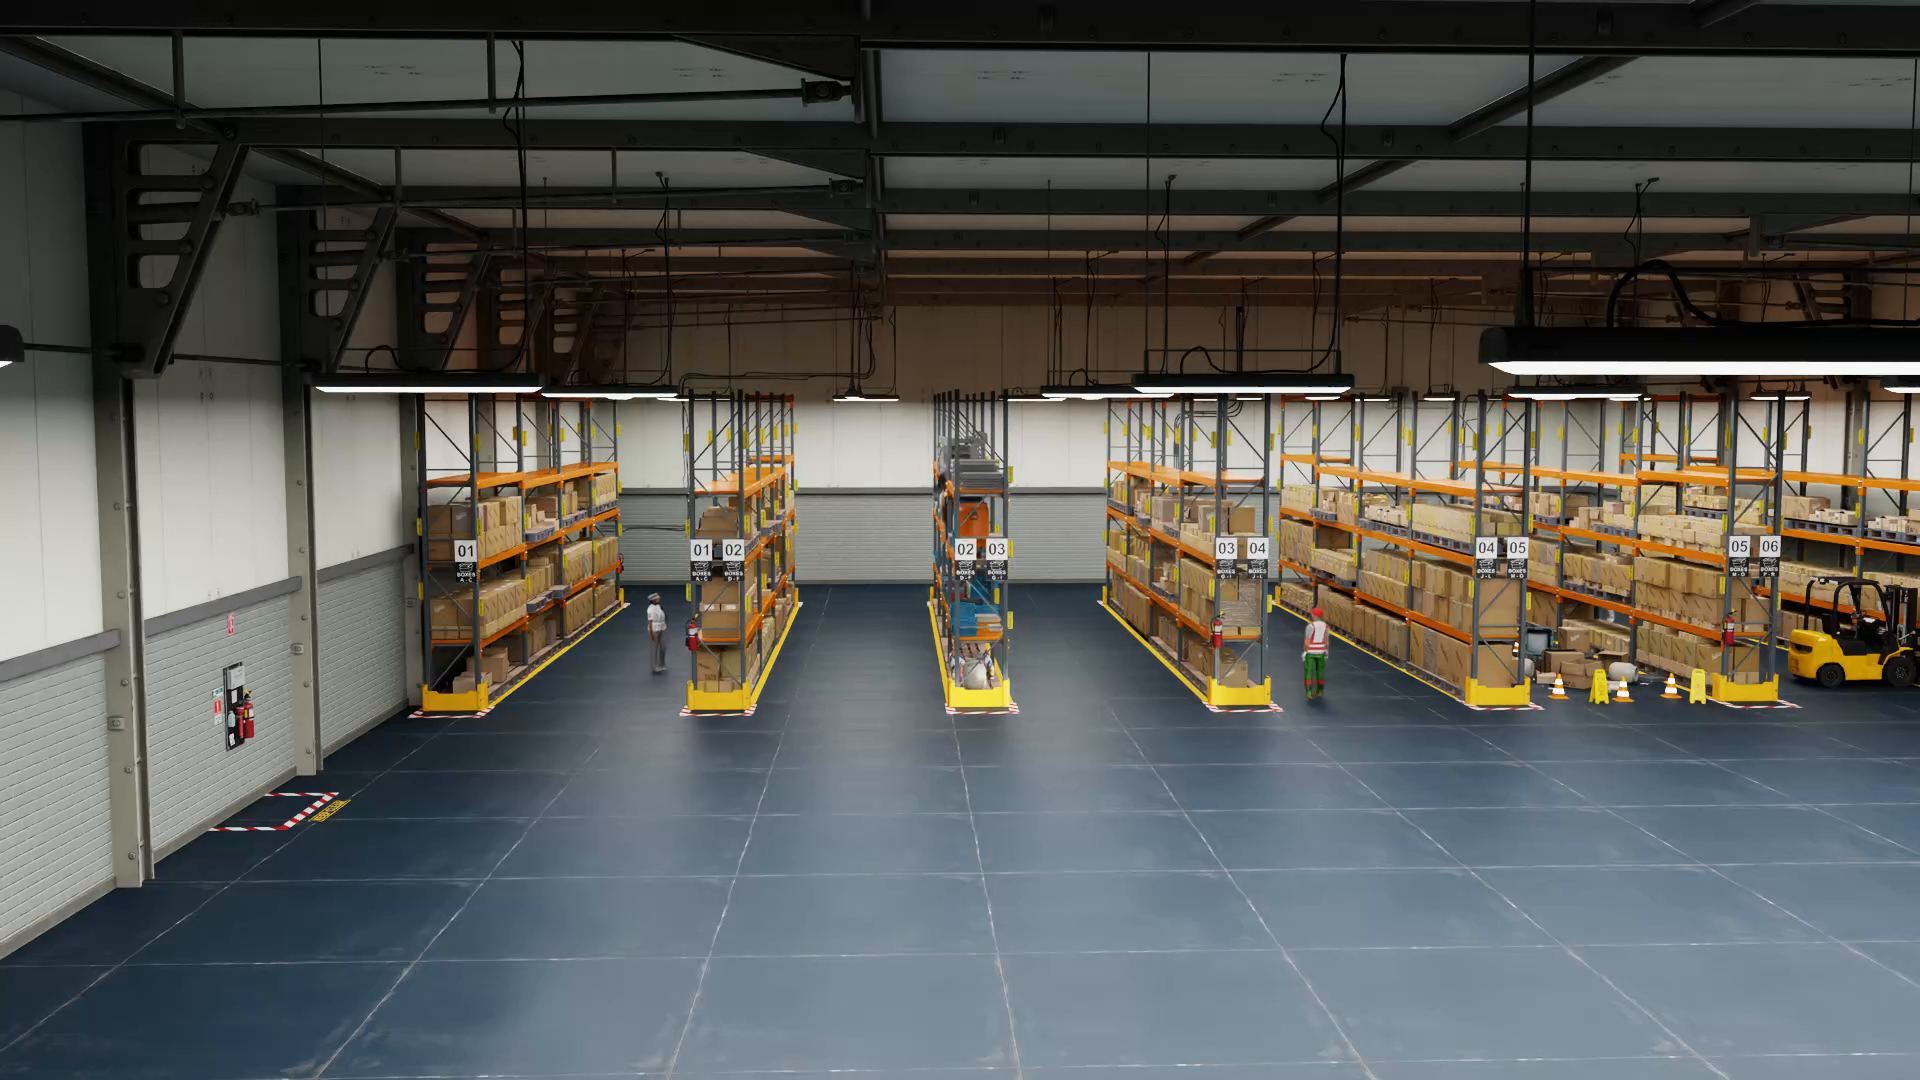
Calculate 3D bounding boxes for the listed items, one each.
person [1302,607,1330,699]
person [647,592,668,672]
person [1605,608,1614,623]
[{"bbox_3d":[6.935,2.186,32.494,0.531,1.784,0.607,0,5,1],"label":"person"},{"bbox_3d":[-6.497,1.982,35.764,0.390,1.725,0.526,3,6,35],"label":"person"},{"bbox_3d":[16.322,1.418,41.889,0.517,1.797,0.593,3,5,30],"label":"person"}]
